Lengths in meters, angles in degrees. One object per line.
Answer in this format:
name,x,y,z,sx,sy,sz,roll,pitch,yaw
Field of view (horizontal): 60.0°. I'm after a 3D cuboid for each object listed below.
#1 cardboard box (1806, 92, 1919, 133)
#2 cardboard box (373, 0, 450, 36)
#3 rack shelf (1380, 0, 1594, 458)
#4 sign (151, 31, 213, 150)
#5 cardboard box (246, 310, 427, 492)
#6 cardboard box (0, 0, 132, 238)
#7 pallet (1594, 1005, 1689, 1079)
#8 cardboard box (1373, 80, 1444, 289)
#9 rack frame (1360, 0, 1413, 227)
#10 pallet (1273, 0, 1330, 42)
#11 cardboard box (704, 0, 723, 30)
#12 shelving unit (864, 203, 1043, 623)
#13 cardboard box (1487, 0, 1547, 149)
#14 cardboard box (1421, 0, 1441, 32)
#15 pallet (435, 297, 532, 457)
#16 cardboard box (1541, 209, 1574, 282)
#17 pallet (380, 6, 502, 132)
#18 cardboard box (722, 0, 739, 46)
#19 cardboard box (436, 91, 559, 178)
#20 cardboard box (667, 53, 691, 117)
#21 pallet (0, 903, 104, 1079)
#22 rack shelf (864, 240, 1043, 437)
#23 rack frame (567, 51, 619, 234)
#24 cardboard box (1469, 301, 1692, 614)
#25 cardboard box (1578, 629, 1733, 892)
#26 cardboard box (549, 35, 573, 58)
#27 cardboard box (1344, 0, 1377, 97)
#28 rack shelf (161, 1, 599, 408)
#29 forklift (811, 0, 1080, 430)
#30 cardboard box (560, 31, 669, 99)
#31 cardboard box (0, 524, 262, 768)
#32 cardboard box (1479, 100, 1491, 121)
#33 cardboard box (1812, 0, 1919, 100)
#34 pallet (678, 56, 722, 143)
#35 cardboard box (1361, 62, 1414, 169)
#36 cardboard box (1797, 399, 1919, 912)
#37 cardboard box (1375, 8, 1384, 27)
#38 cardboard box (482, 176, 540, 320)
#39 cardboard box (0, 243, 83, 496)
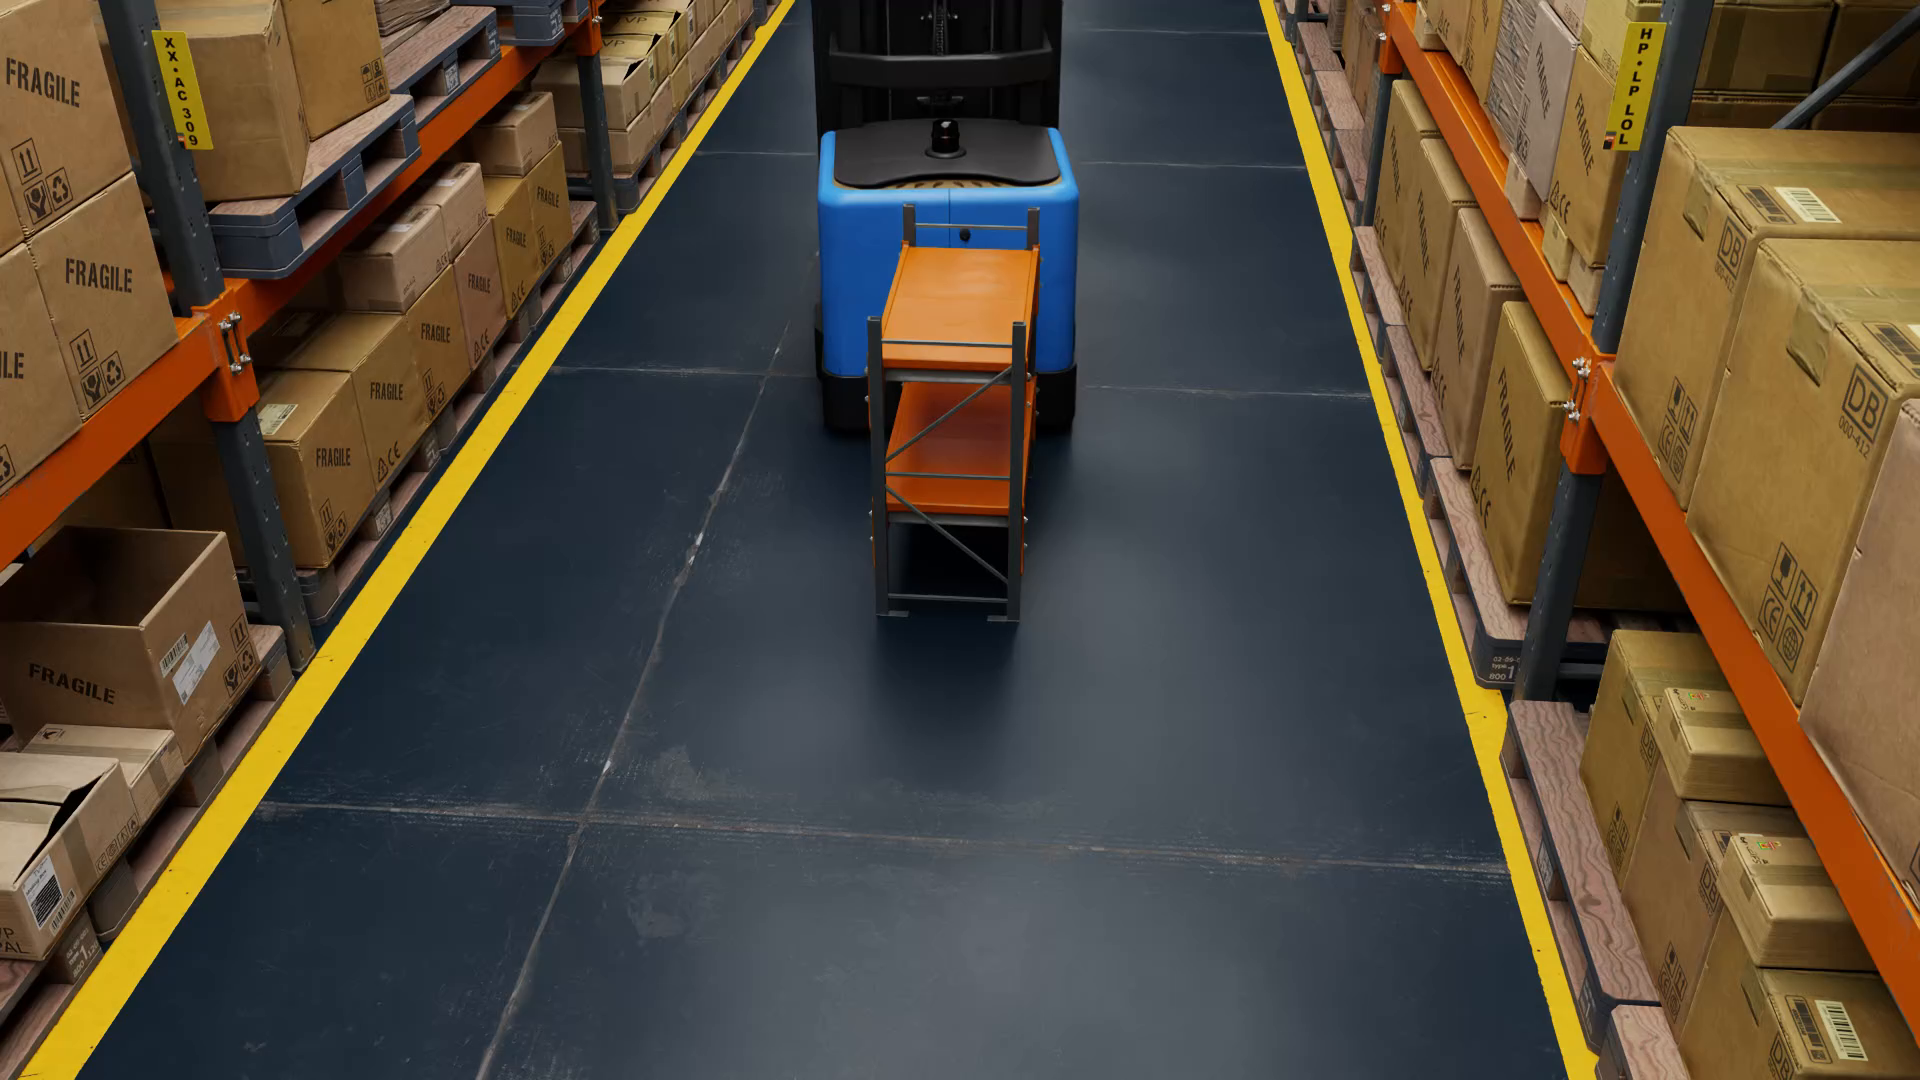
cardboard box,2.548,-1.081,4.747,0.500,0.500,0.500,1,32,2
cardboard box,-2.556,-2.392,6.776,0.700,0.500,0.500,8,33,13
rack shelf,2.422,-1.413,6.369,1.077,0.370,4.000,2,32,4
sign,-2.137,-1.232,4.566,0.100,0.325,0.005,2,32,4
cardboard box,-2.364,-0.528,6.211,0.500,0.500,0.500,3,32,5
cardboard box,-2.462,-1.076,4.088,0.500,0.500,0.500,3,32,4
pallet,2.023,1.548,3.537,1.003,0.211,1.213,2,32,4
cardboard box,2.394,-1.650,7.717,0.750,0.750,0.750,2,32,3
rack frame,2.585,-2.765,7.878,1.000,3.000,0.127,2,32,4
pallet,2.930,-4.022,12.575,1.003,0.211,1.213,2,32,4
cardboard box,-1.853,-3.556,10.847,0.500,0.311,0.500,2,32,4
shelving unit,-0.001,-0.475,5.949,0.538,1.125,1.048,2,32,4
cardboard box,2.127,-1.633,5.642,0.500,0.500,0.500,3,32,4
cardboard box,2.238,-2.426,6.930,0.500,0.500,0.500,3,32,6
pallet,-2.553,-0.762,7.286,1.003,0.211,1.213,2,32,4
cardboard box,2.001,-0.897,5.066,0.380,0.149,0.250,3,32,5
pallet,-2.506,-1.876,6.618,1.003,0.211,1.213,2,32,4
cardboard box,-1.815,-3.581,11.422,0.500,0.250,0.500,2,32,3
cardboard box,-2.195,-1.888,7.703,0.500,0.250,0.500,4,32,6
cardboard box,-1.941,-2.779,10.121,0.500,0.250,0.500,2,32,3
pallet,-2.832,1.303,3.935,1.003,0.211,1.213,2,32,4
rack shelf,-0.001,-0.725,5.796,0.538,0.278,1.000,2,32,4
rack frame,-2.353,-2.975,8.218,1.000,3.000,0.127,2,32,4
cardboard box,2.182,-0.282,5.498,0.750,0.750,0.750,3,32,5
cardboard box,2.096,0.599,4.402,0.700,0.500,0.500,3,32,5
cardboard box,-2.520,-2.778,9.585,0.500,0.311,0.500,2,32,3
cardboard box,2.793,-3.057,10.314,0.700,0.500,0.500,3,32,5
rack shelf,-2.516,-1.623,6.709,1.077,0.370,4.000,2,32,4
forklift,-0.113,-2.445,7.424,1.130,2.935,3.031,-1,32,-2
cardboard box,-1.983,-2.758,9.552,0.500,0.311,0.500,2,32,3
cardboard box,-2.442,0.304,4.861,0.500,0.500,0.500,2,32,4
cardboard box,2.213,-1.702,6.373,0.380,0.149,0.250,3,32,4
cardboard box,2.556,-1.400,4.550,0.500,0.250,0.500,3,32,6
pallet,-2.145,-2.853,10.677,1.003,0.211,1.213,2,32,4
cardboard box,2.591,-2.267,9.032,0.700,0.500,0.500,3,32,5
cardboard box,2.084,0.244,2.709,0.980,0.700,0.700,1,32,2
cardboard box,2.737,-3.151,9.752,0.500,0.250,0.500,2,32,4
cardboard box,-2.237,-1.328,7.509,0.500,0.500,0.500,1,32,2
cardboard box,-2.504,-0.384,3.918,0.500,0.500,0.500,3,32,5
